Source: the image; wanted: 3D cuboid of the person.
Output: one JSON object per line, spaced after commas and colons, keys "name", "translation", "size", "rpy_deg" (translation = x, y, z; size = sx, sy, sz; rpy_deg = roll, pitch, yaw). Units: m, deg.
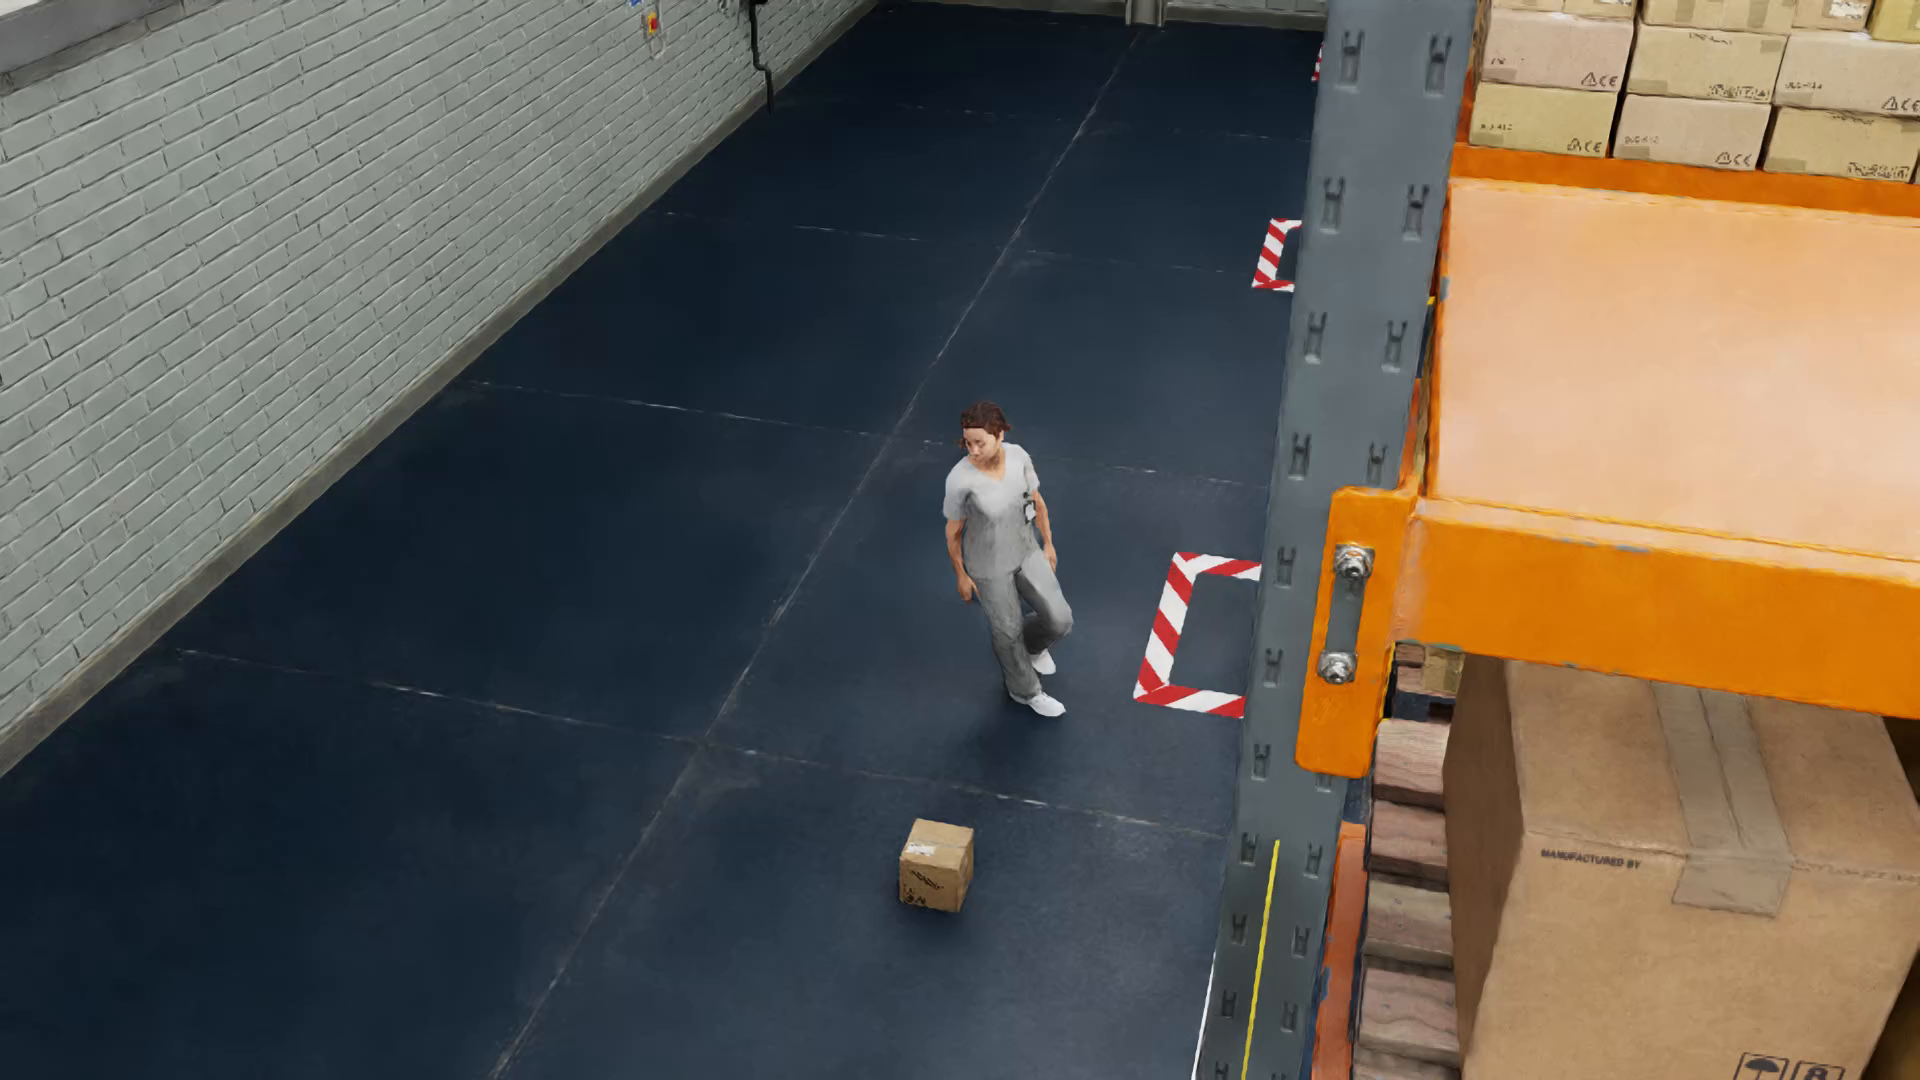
{"name": "person", "translation": [0.244, 0.131, 7.467], "size": [0.606, 1.646, 0.454], "rpy_deg": [-19, 38, -27]}
